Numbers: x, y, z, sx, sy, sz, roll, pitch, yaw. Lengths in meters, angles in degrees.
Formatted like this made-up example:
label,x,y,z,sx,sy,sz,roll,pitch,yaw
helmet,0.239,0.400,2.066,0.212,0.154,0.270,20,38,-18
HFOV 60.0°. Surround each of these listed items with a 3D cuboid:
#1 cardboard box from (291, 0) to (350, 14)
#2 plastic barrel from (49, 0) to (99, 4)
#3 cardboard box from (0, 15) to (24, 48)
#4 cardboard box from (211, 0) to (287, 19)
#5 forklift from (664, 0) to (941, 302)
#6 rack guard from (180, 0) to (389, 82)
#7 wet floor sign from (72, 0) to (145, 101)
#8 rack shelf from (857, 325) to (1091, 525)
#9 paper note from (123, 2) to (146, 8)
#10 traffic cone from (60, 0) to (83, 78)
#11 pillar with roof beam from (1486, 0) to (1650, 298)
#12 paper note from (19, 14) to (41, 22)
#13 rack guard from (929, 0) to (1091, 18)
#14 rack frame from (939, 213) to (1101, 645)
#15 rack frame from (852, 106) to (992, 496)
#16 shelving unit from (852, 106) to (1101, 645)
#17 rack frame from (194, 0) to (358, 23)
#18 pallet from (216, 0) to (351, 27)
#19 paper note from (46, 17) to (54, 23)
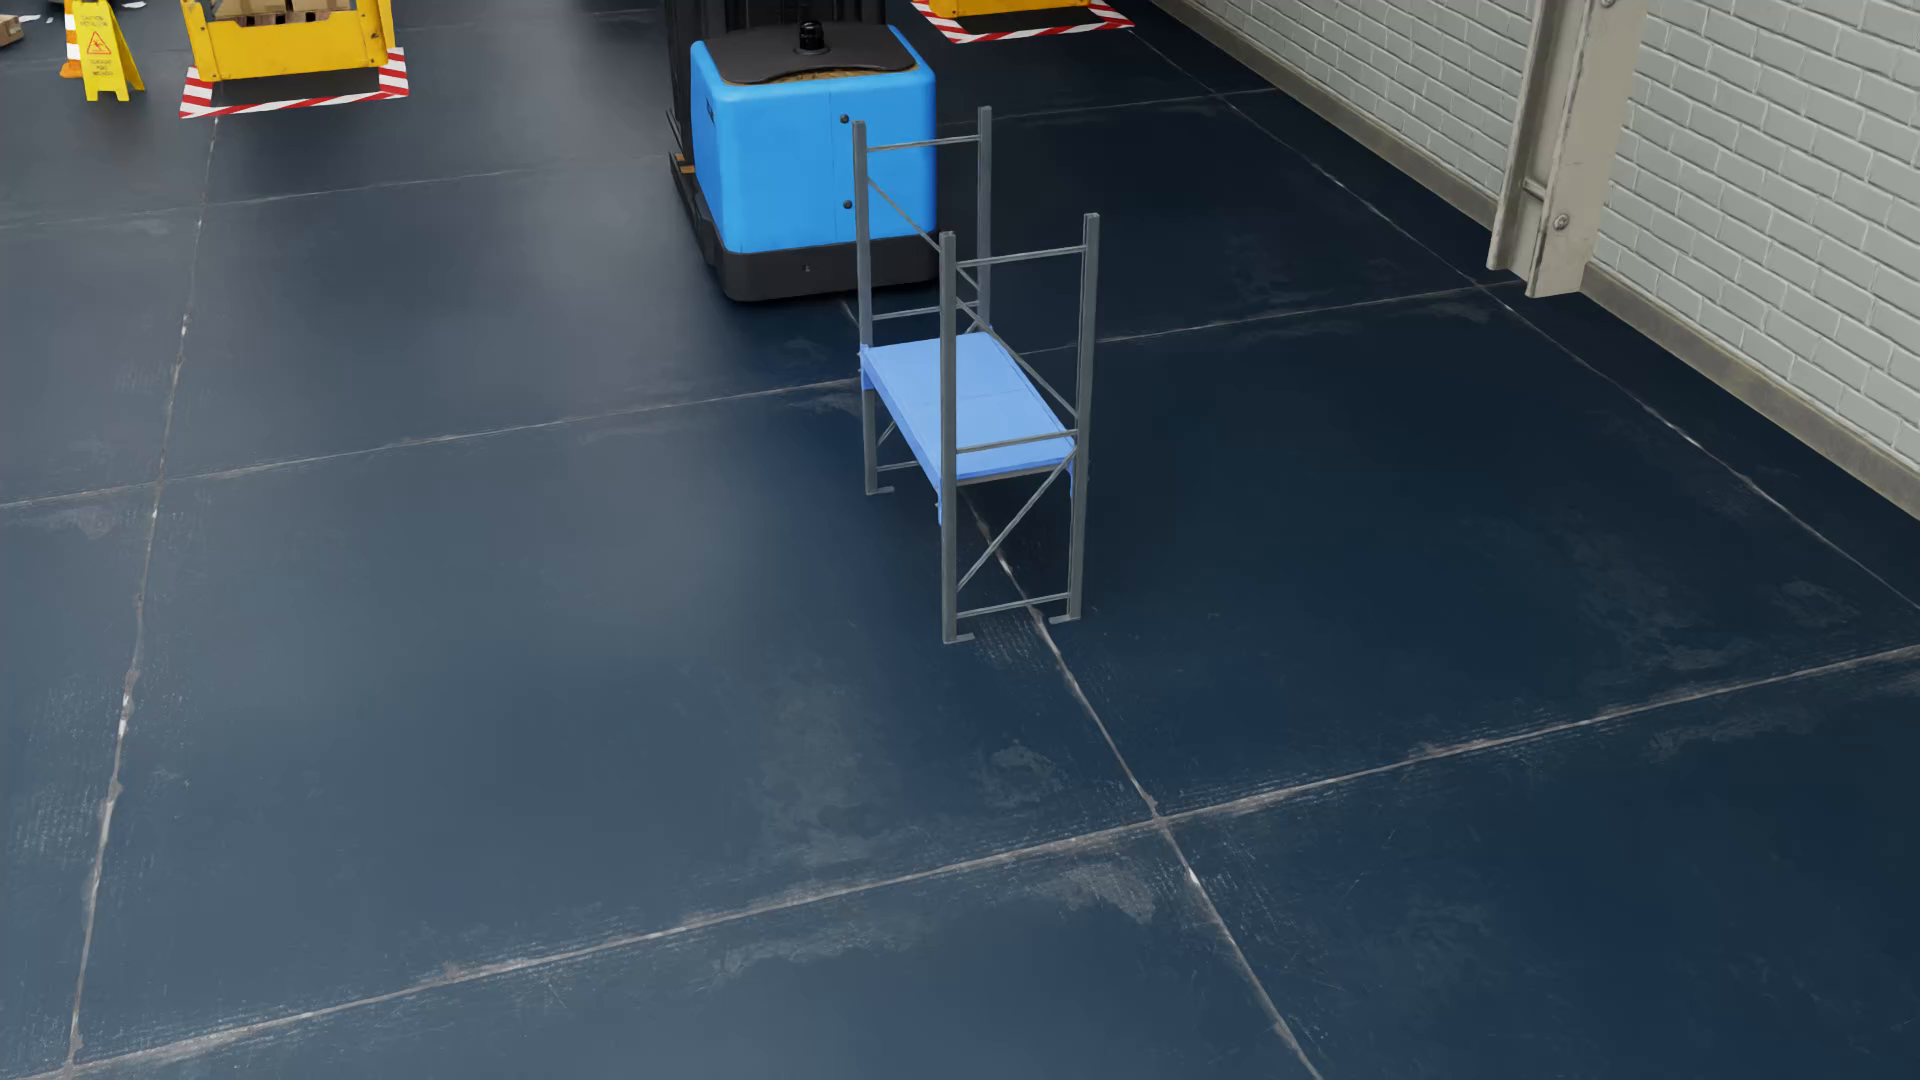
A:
label,x,y,z,sx,sy,sz,roll,pitch,yaw
cardboard box,-4.348,-3.840,11.453,0.500,0.250,0.500,-10,35,-15
plastic barrel,-6.437,-4.097,12.066,0.512,0.421,0.421,13,36,18
cardboard box,-6.689,-3.501,11.413,0.380,0.149,0.250,7,34,10
cardboard box,-4.875,-3.762,11.335,0.500,0.250,0.500,-10,35,-15
forklift,-0.983,-3.150,8.358,1.130,2.935,3.031,-9,34,-13
rack guard,-4.389,-3.339,10.849,1.175,0.500,0.348,-10,35,-15
wet floor sign,-5.326,-3.080,10.326,0.267,0.644,0.232,1,33,2
rack shelf,0.026,-0.431,5.868,0.538,0.185,1.000,-10,35,-15
paper note,-6.029,-3.915,12.148,0.142,0.019,0.148,-23,40,-31
traffic cone,-5.725,-3.292,10.813,0.336,0.463,0.334,-10,35,-15
pillar with roof beam,-1.263,-4.324,4.632,9.100,9.000,0.400,-10,35,-15
paper note,-6.666,-3.731,11.879,0.148,0.019,0.142,1,33,2
rack guard,0.368,-4.123,12.036,1.175,0.500,0.348,-10,35,-15
rack frame,0.181,-0.314,5.365,0.500,1.500,0.032,-10,35,-15
rack frame,-0.129,-0.848,6.173,0.500,1.500,0.032,-10,35,-15
shelving unit,0.026,-0.581,5.769,0.538,1.500,1.048,-10,35,-15
rack frame,-4.365,-4.342,10.100,1.000,3.000,0.127,-10,35,-15
pallet,-4.603,-3.651,11.584,1.003,0.211,1.213,-10,35,-15
paper note,-6.484,-3.705,11.847,0.032,0.001,0.123,-10,35,-15
